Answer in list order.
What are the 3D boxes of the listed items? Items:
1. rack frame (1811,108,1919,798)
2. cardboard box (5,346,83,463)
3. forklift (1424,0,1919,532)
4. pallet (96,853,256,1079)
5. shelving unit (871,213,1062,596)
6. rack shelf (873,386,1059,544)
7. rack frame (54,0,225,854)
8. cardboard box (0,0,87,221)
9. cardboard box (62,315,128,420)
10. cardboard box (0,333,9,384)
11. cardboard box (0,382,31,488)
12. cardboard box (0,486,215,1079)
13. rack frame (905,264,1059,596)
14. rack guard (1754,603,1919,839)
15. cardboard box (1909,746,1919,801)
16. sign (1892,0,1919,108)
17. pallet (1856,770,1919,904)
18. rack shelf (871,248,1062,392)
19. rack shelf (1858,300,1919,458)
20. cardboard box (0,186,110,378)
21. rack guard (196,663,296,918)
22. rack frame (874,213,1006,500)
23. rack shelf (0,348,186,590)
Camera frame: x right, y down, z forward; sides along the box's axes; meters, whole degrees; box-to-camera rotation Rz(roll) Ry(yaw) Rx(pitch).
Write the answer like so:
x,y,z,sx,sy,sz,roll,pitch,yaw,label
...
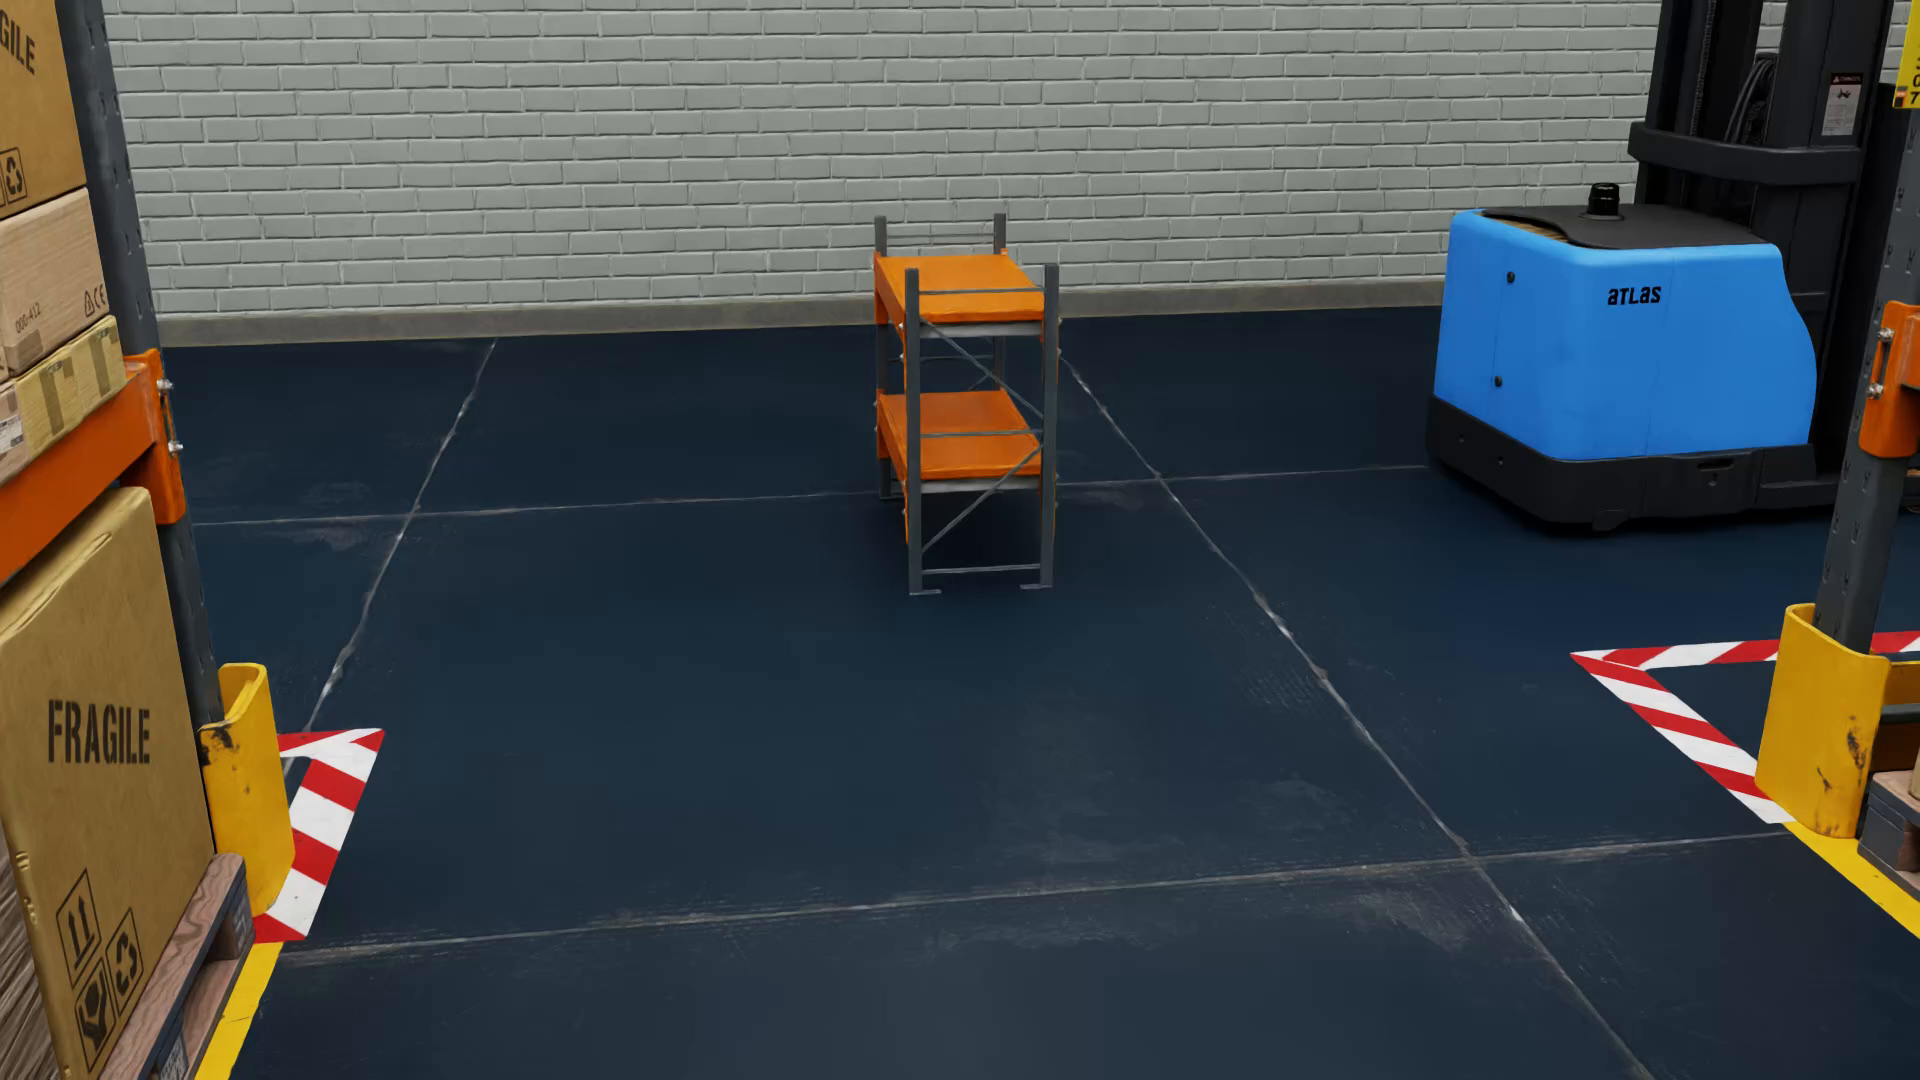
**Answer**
x,y,z,sx,sy,sz,roll,pitch,yaw,label
2.716,-0.763,3.971,1.000,3.000,0.127,-3,21,-8,rack frame
-1.791,-0.233,2.913,0.380,0.149,0.250,-3,21,-7,cardboard box
3.539,-1.656,6.460,3.031,2.935,1.130,-5,21,-12,forklift
-2.014,1.032,3.152,1.003,0.211,1.213,-3,21,-8,pallet
-0.001,-0.529,6.026,0.538,1.125,1.048,-3,21,-8,shelving unit
-0.001,-0.300,6.111,0.538,0.278,1.000,-3,21,-8,rack shelf
-2.207,-0.548,3.395,1.000,3.000,0.127,-3,21,-8,rack frame
-1.877,-0.813,2.822,0.500,0.500,0.500,-3,21,-7,cardboard box
-1.830,-0.323,3.154,0.380,0.149,0.250,-3,21,-7,cardboard box
-1.802,-0.287,2.486,0.500,0.250,0.500,-3,21,-9,cardboard box
-1.756,-0.146,2.679,0.380,0.149,0.250,-3,21,-8,cardboard box
-2.036,0.469,3.111,0.875,0.875,0.875,-3,21,-8,cardboard box
0.072,-0.353,5.554,0.500,1.125,0.032,-3,21,-8,rack frame
2.727,0.435,4.338,1.175,0.500,0.348,-3,21,-8,rack guard
2.474,0.574,3.868,0.380,0.149,0.250,-2,21,-7,cardboard box
2.179,-1.141,3.746,0.100,0.325,0.005,-3,21,-8,sign
2.809,0.853,3.631,1.003,0.211,1.213,-3,21,-8,pallet
-0.001,-0.803,5.923,0.538,0.278,1.000,-3,21,-8,rack shelf
3.004,0.267,2.243,1.077,0.370,4.000,-3,21,-8,rack shelf
-1.875,-0.462,2.956,0.500,0.250,0.500,-3,21,-9,cardboard box
-2.211,0.615,3.855,1.175,0.500,0.348,-3,21,-8,rack guard
-0.074,-0.705,6.497,0.500,1.125,0.032,-3,21,-8,rack frame
-1.919,0.482,1.667,1.077,0.370,4.000,-3,21,-8,rack shelf
